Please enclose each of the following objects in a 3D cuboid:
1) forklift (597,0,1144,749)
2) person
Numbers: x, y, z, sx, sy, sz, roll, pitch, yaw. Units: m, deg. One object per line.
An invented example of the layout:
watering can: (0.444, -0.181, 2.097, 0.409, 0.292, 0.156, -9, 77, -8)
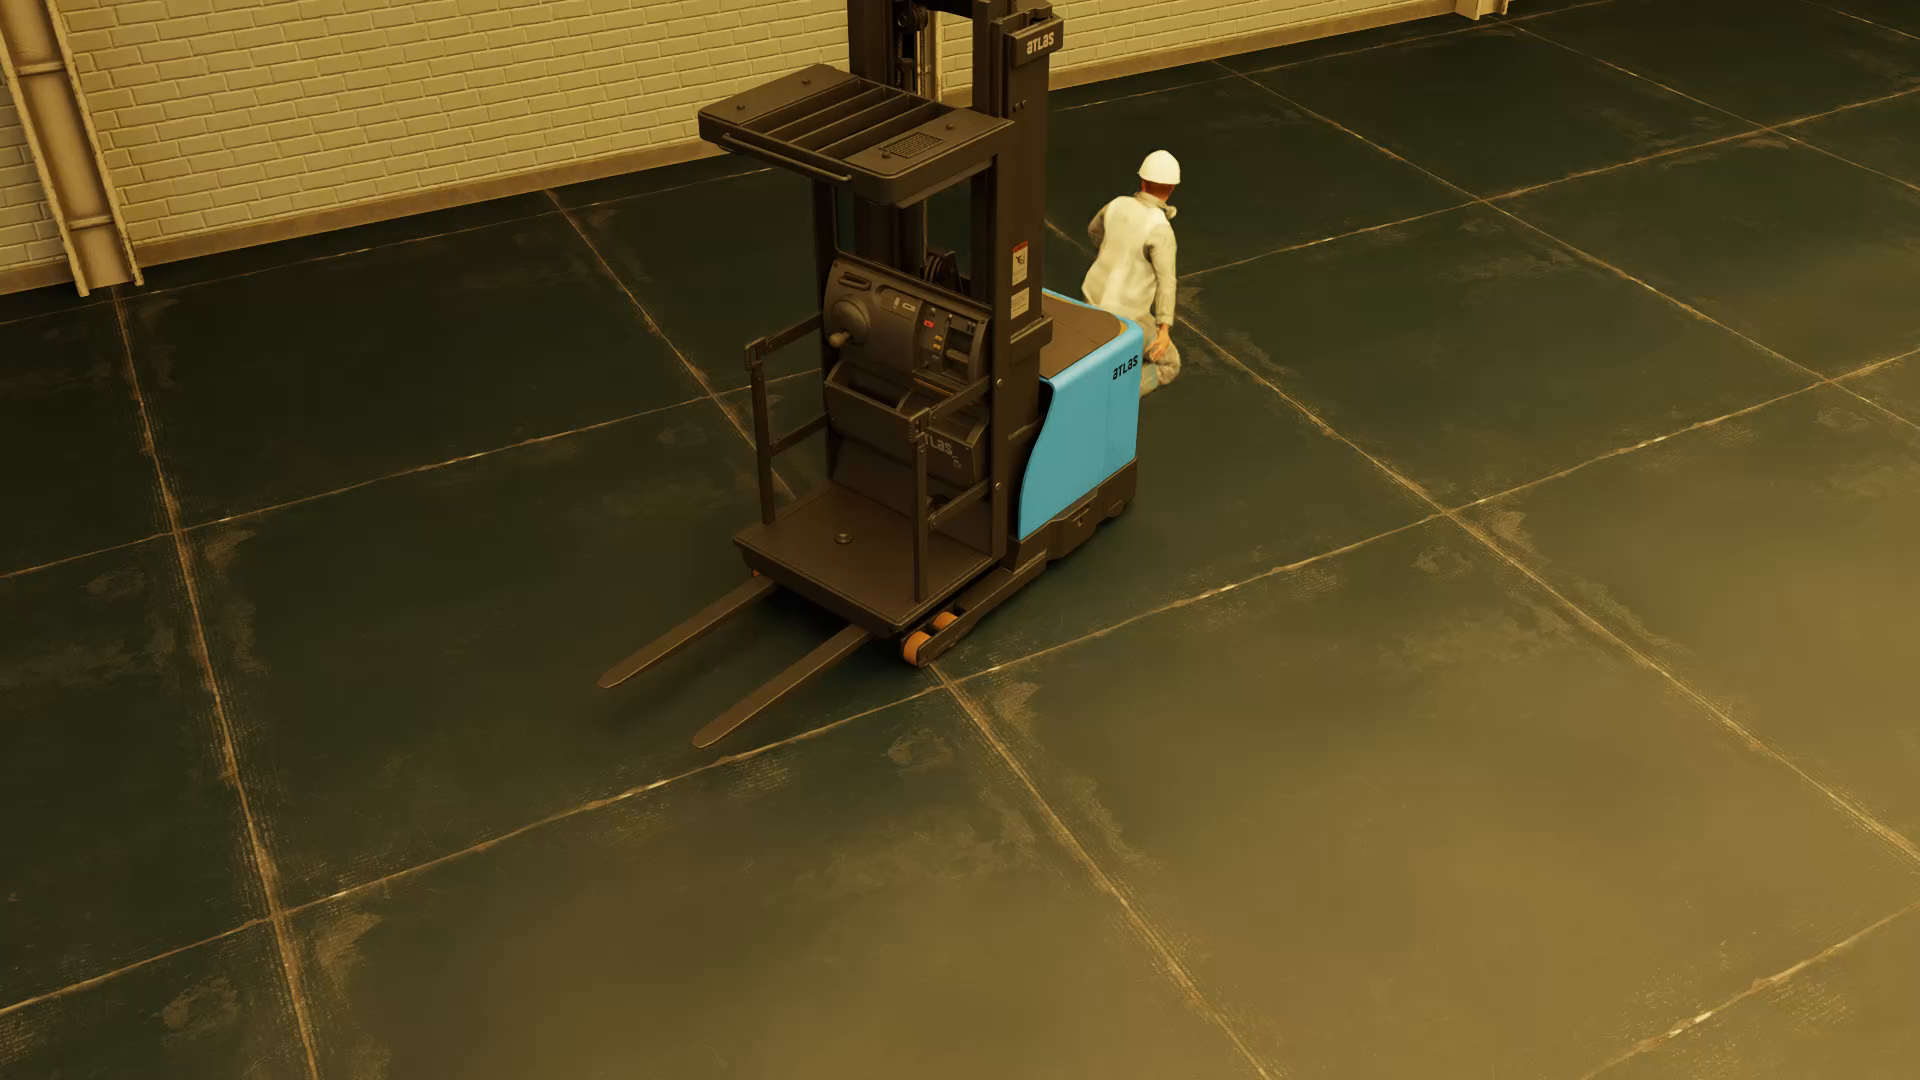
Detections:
forklift: (-0.390, -0.927, 7.434, 1.130, 2.935, 3.031, 26, 43, 31)
person: (0.953, -1.323, 9.200, 0.541, 1.619, 0.931, -12, 37, -16)
